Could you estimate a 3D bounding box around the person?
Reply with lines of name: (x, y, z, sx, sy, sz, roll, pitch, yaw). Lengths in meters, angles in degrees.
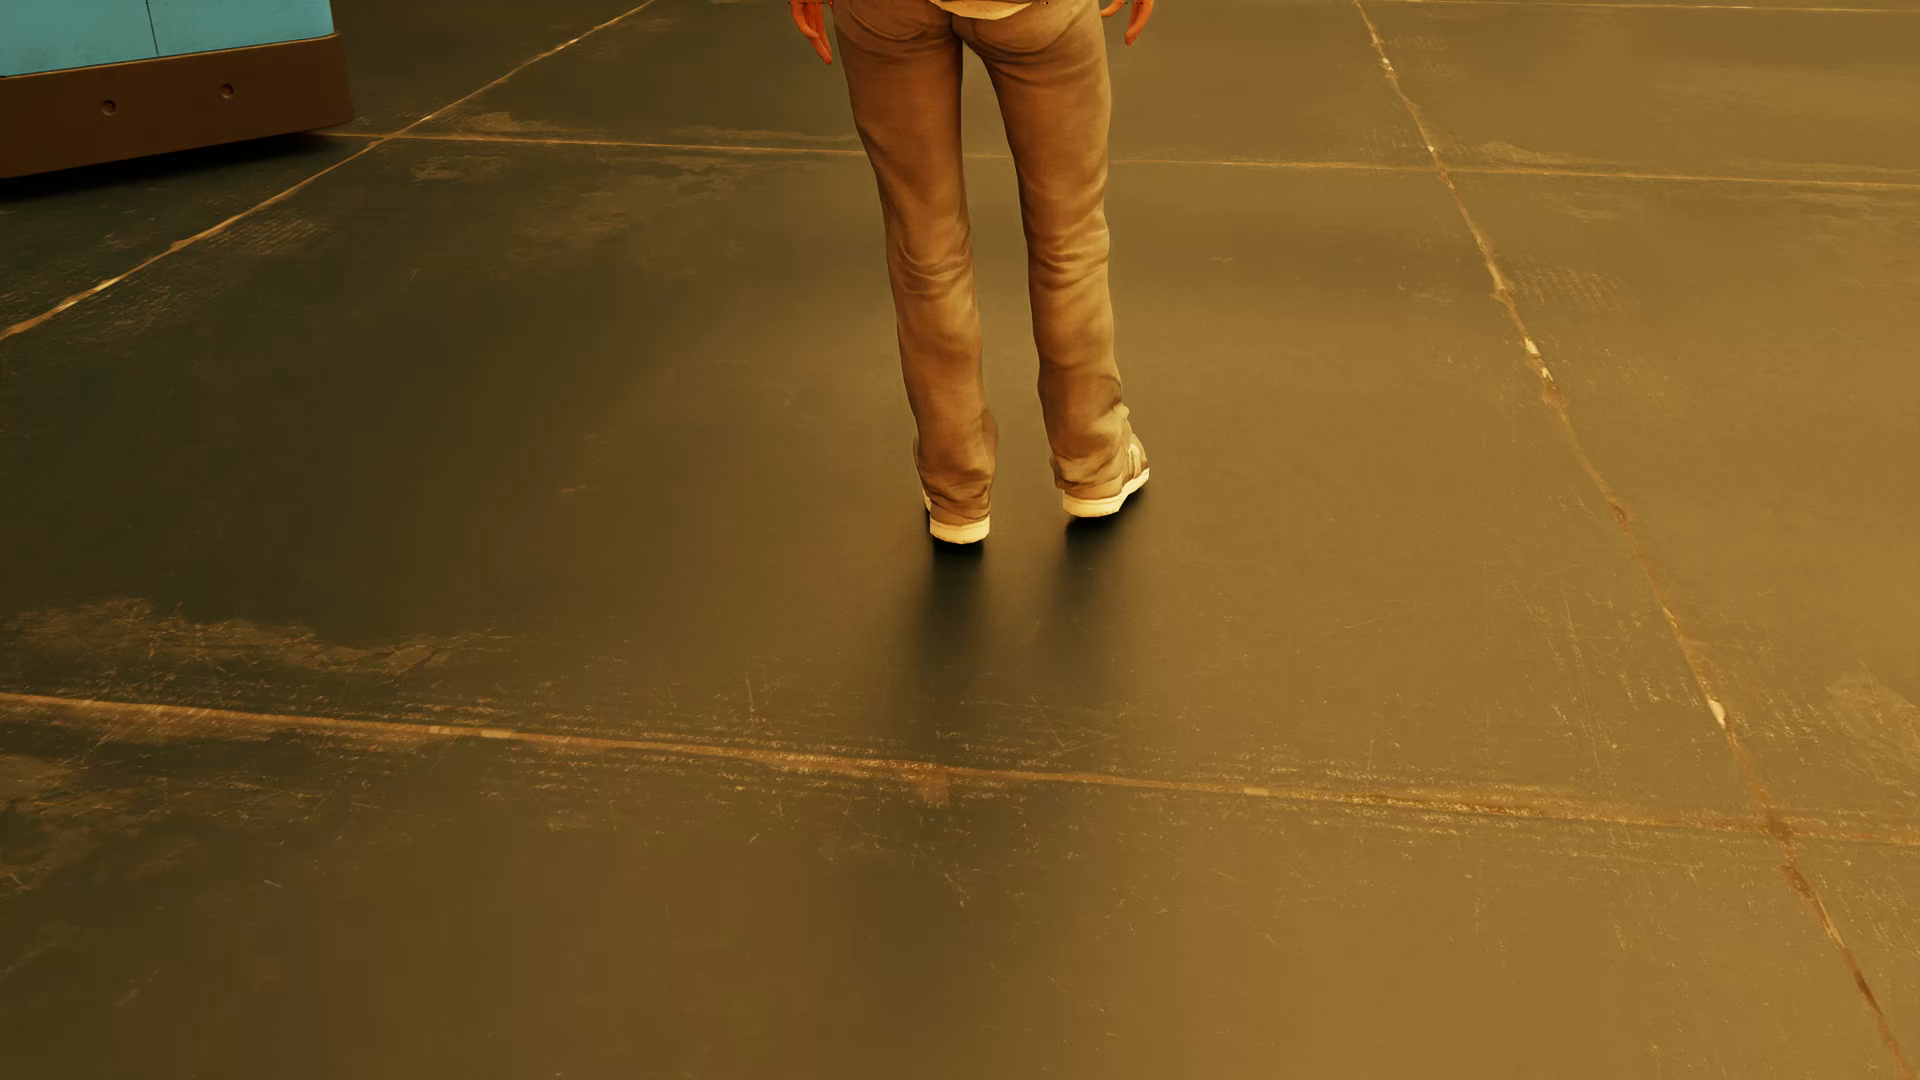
person: (0.024, -0.753, 2.205, 0.521, 1.599, 0.473, 3, 27, 7)

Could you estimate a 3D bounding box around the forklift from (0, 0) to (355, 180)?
forklift: (-3.101, -2.768, 4.766, 1.130, 2.935, 3.031, -23, 34, -38)
